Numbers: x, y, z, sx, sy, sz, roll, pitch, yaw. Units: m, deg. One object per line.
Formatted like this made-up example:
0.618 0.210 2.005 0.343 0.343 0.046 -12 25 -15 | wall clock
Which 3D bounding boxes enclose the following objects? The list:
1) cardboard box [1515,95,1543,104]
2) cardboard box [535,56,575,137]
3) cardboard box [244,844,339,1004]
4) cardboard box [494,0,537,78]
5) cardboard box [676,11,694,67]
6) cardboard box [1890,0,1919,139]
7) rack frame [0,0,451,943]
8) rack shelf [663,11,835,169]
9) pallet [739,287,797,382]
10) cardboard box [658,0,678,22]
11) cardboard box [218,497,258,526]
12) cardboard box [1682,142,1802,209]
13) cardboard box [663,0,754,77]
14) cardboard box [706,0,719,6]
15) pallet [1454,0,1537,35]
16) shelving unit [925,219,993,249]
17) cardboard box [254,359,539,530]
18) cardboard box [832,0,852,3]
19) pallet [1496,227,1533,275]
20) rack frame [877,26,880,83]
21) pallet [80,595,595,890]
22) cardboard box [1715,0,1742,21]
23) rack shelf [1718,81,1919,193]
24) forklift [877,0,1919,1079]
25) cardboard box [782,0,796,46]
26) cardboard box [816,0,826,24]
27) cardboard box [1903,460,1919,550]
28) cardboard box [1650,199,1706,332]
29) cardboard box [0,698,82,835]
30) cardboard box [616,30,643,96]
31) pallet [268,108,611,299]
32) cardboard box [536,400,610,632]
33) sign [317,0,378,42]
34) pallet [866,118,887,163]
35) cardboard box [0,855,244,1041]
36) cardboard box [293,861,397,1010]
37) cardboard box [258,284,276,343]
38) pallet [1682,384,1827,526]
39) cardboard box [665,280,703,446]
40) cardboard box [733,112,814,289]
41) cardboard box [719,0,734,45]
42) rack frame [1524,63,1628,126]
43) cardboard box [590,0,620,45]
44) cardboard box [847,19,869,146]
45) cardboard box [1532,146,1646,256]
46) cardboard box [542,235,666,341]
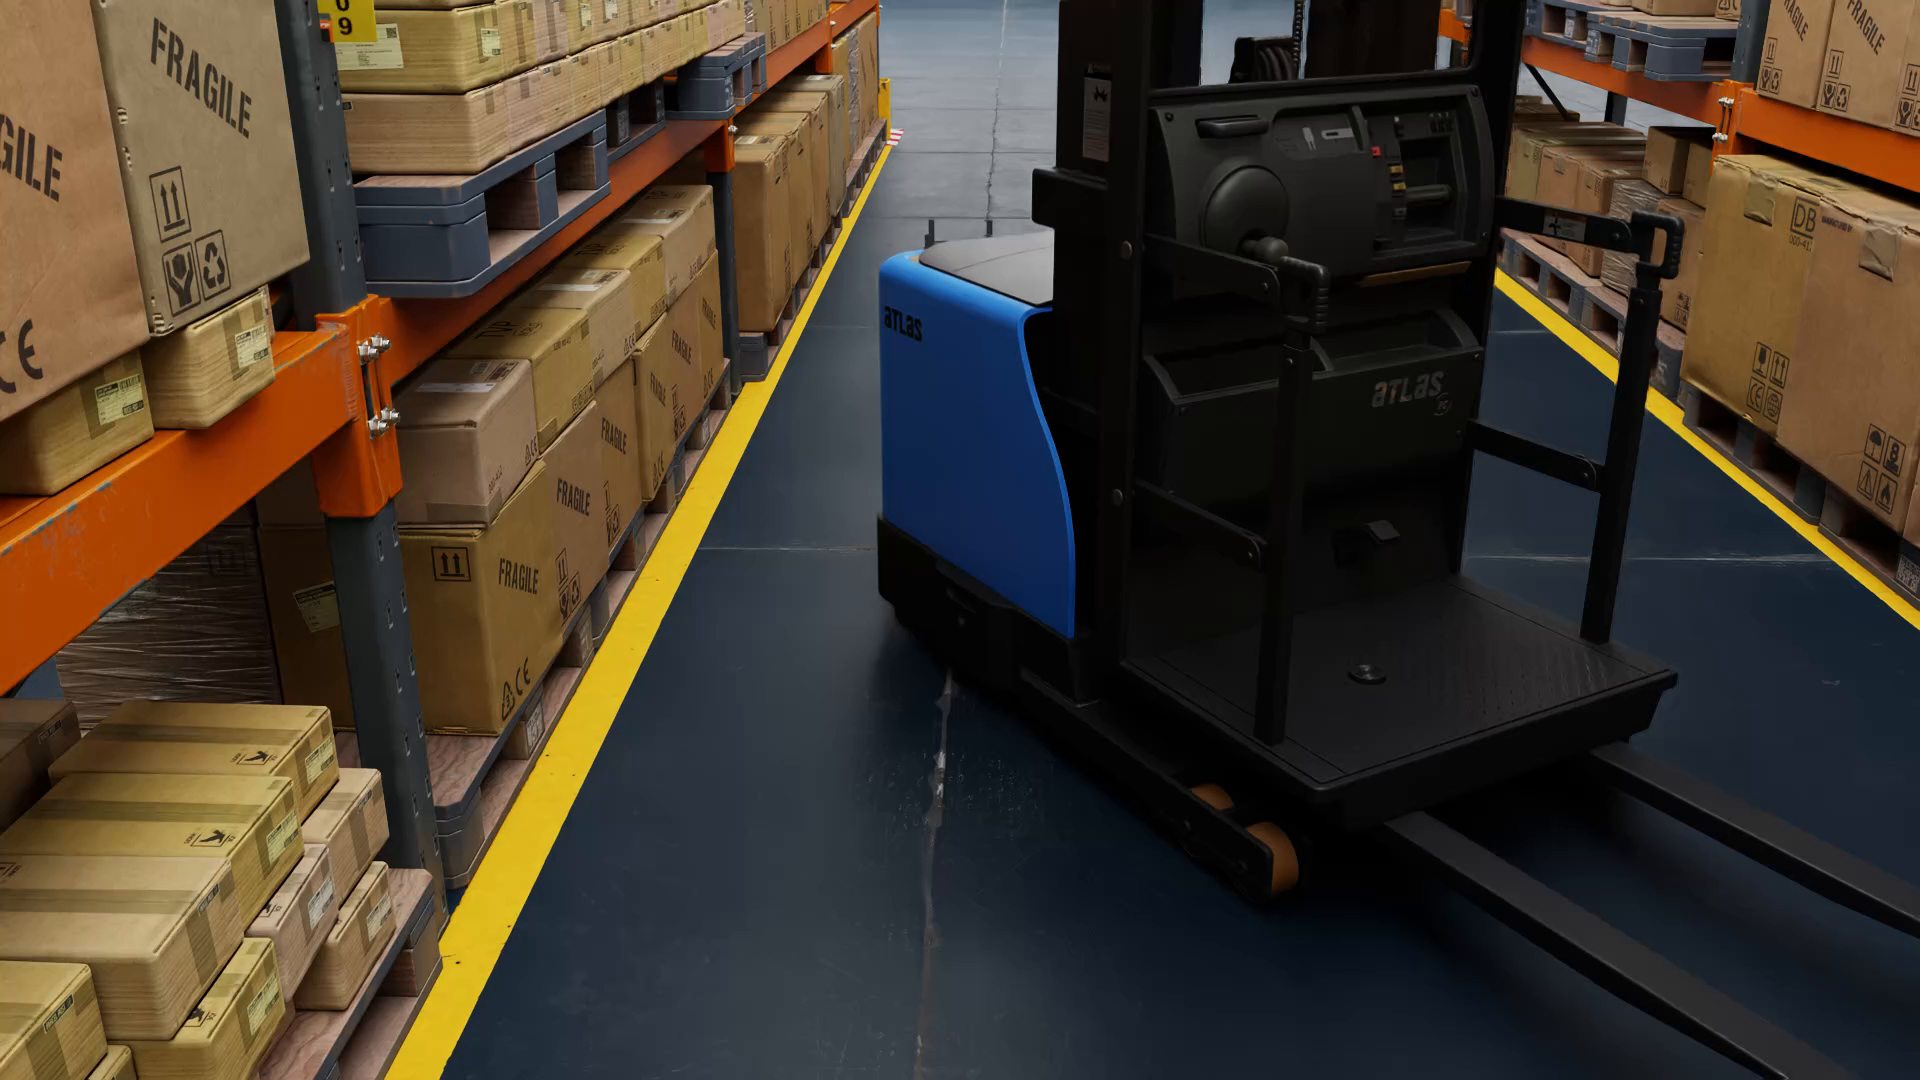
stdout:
3.694 -2.767 11.390 0.500 0.500 0.500 8 22 19 | cardboard box
-1.080 -0.991 3.703 0.380 0.149 0.250 1 21 2 | cardboard box
-1.254 0.626 2.719 0.380 0.149 0.250 0 21 -1 | cardboard box
-1.089 -1.033 3.399 0.380 0.149 0.250 0 21 1 | cardboard box
-1.035 -1.556 5.158 0.380 0.149 0.250 0 21 -1 | cardboard box
3.198 -1.441 4.959 0.500 0.500 0.500 0 21 1 | cardboard box
-1.566 -0.584 2.888 1.000 3.000 0.127 1 21 2 | rack frame
-1.384 -2.418 8.609 1.077 0.370 4.000 1 21 2 | rack shelf
-1.345 -1.015 7.852 1.003 0.211 1.213 1 21 2 | pallet
-1.042 -1.598 4.856 0.380 0.149 0.250 1 21 3 | cardboard box
-1.796 -0.236 3.830 0.500 0.250 0.500 0 21 0 | cardboard box
3.500 -1.571 7.242 0.500 0.250 0.500 1 21 4 | cardboard box
-1.161 -2.236 7.008 0.500 0.500 0.500 1 21 2 | cardboard box
-1.016 -1.872 5.564 0.380 0.149 0.250 1 21 3 | cardboard box
3.463 -3.021 9.434 1.003 0.211 1.213 1 21 2 | pallet
-0.002 -0.470 5.289 0.215 1.050 0.252 1 21 2 | shelving unit
-1.280 -0.228 3.809 0.500 0.250 0.500 0 21 -1 | cardboard box
-1.196 -4.073 11.673 0.875 0.550 0.550 1 21 2 | cardboard box
3.609 -1.804 9.887 1.003 0.211 1.213 1 21 2 | pallet
-1.201 -4.923 14.070 1.000 3.000 0.127 1 21 2 | rack frame
-1.544 0.434 4.118 1.003 0.211 1.213 1 21 2 | pallet
3.486 -2.377 6.791 0.500 0.500 0.500 -2 21 -5 | cardboard box
3.449 -0.881 4.647 1.077 0.370 4.000 1 21 2 | rack shelf
0.934 -0.786 3.504 1.130 2.935 3.031 -12 24 -28 | forklift
-1.115 -2.783 8.416 0.500 0.500 0.500 0 21 1 | cardboard box
-1.072 -3.332 9.831 0.500 0.500 0.500 1 21 1 | cardboard box
3.414 -0.253 4.391 1.225 0.875 0.875 0 21 0 | cardboard box
3.510 -1.222 7.378 0.700 0.500 0.500 0 21 -1 | cardboard box
-1.784 0.394 2.905 0.380 0.149 0.250 1 21 4 | cardboard box
-1.060 -1.272 4.428 0.380 0.149 0.250 0 21 1 | cardboard box
-1.398 -0.769 3.631 1.003 0.211 1.213 1 21 2 | pallet
-1.264 -0.070 4.438 0.500 0.500 0.500 2 21 4 | cardboard box
-1.024 -0.985 2.723 0.100 0.325 0.005 1 21 2 | sign
-1.147 -3.333 13.827 1.003 0.211 1.213 1 21 2 | pallet
-1.286 0.586 2.410 0.380 0.149 0.250 0 21 1 | cardboard box
-1.238 0.695 2.952 0.380 0.149 0.250 1 21 2 | cardboard box
-1.341 -0.361 2.660 0.380 0.149 0.250 0 21 1 | cardboard box
3.411 -0.355 6.152 1.003 0.211 1.213 1 21 2 | pallet
-1.223 -0.632 5.887 0.500 0.500 0.500 1 21 4 | cardboard box
-1.313 -1.713 8.326 1.050 0.750 0.750 1 21 2 | cardboard box
-1.010 -1.836 5.881 0.380 0.149 0.250 1 21 1 | cardboard box
3.632 -3.386 10.108 1.000 3.000 0.127 1 21 2 | rack frame
-1.068 -1.317 4.133 0.380 0.149 0.250 1 21 4 | cardboard box
-1.181 -3.564 12.925 0.875 0.875 0.875 0 21 1 | cardboard box
3.542 -1.829 8.944 0.700 0.500 0.500 -1 21 -3 | cardboard box
-1.239 -0.794 5.267 0.500 0.250 0.500 1 21 3 | cardboard box
